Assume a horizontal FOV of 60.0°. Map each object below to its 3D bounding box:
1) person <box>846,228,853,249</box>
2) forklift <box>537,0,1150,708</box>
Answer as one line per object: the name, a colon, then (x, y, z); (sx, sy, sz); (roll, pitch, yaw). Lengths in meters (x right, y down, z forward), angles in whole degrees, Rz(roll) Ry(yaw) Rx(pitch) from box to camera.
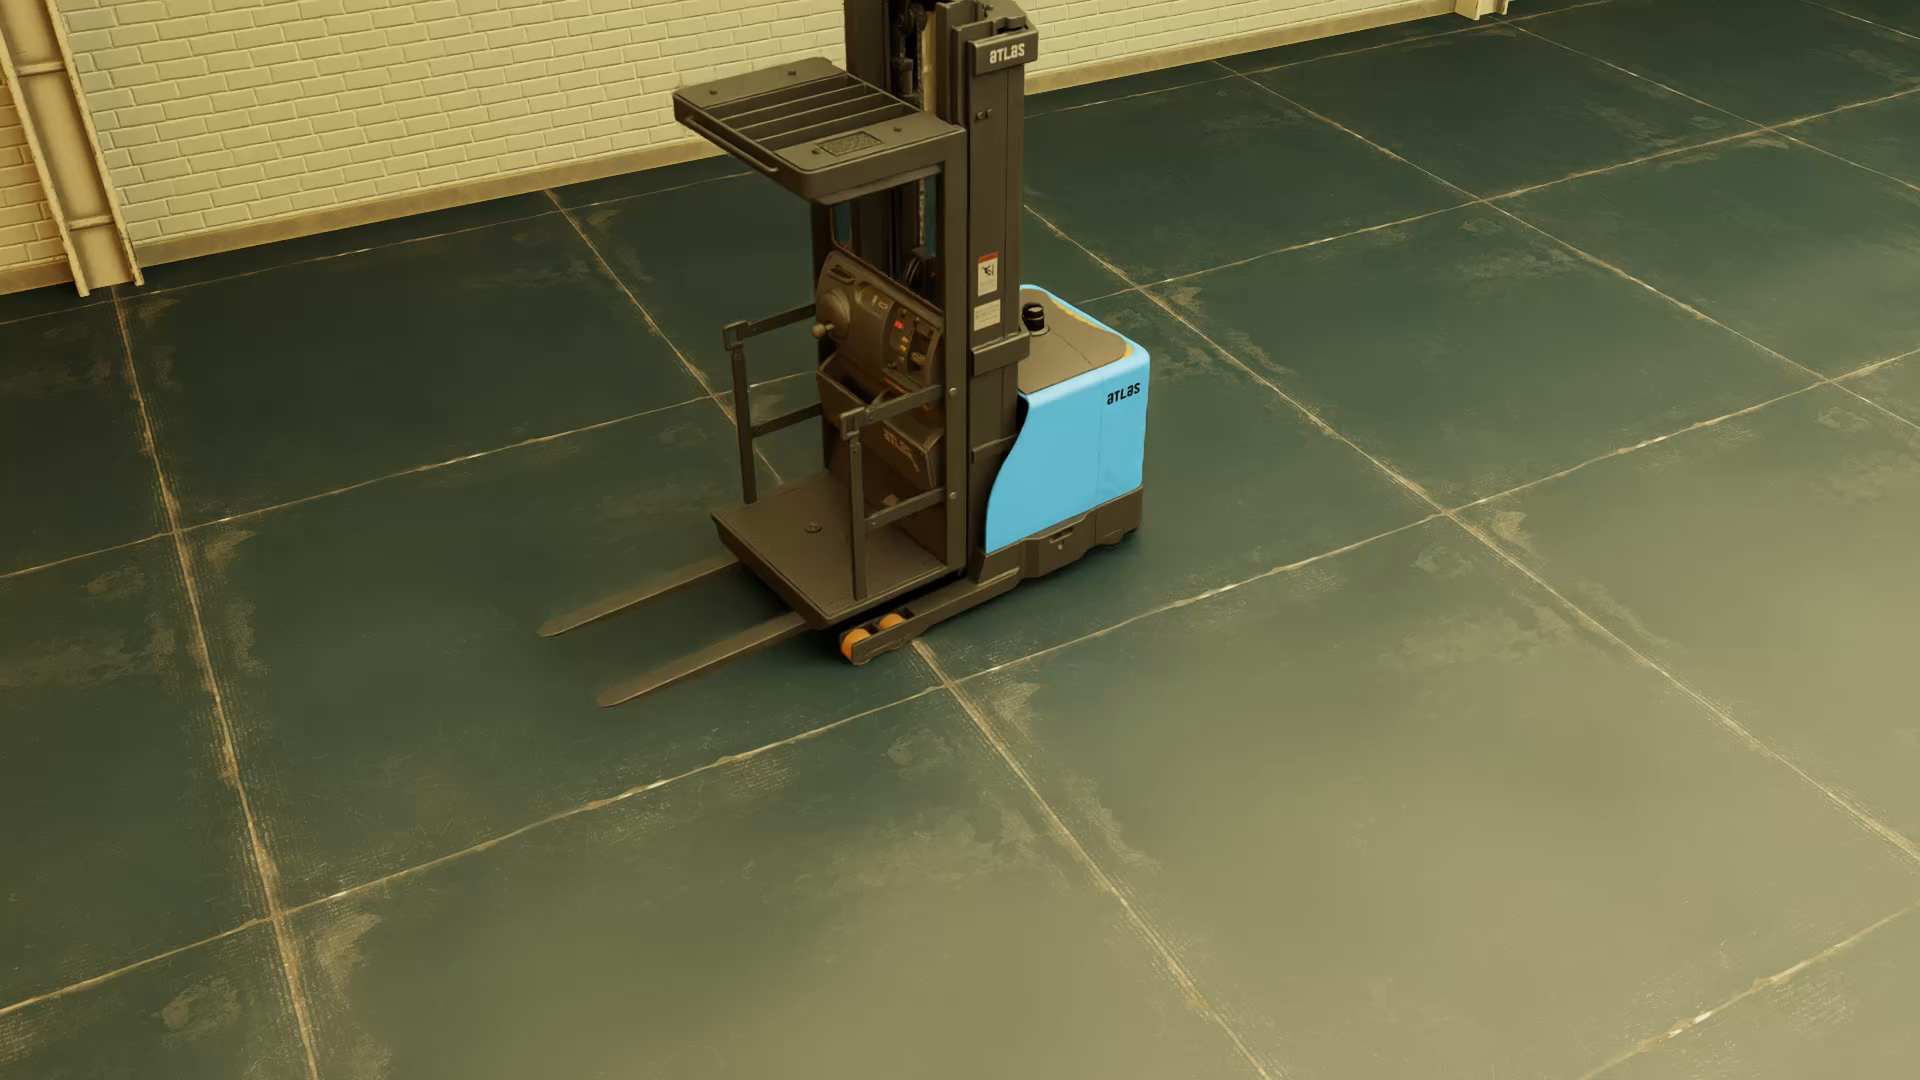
person: (-0.439, -1.631, 9.502); (0.473, 1.733, 0.884); (-5, 36, -6)
forklift: (-0.542, -0.957, 7.478); (3.031, 2.935, 1.130); (-23, 41, -29)
